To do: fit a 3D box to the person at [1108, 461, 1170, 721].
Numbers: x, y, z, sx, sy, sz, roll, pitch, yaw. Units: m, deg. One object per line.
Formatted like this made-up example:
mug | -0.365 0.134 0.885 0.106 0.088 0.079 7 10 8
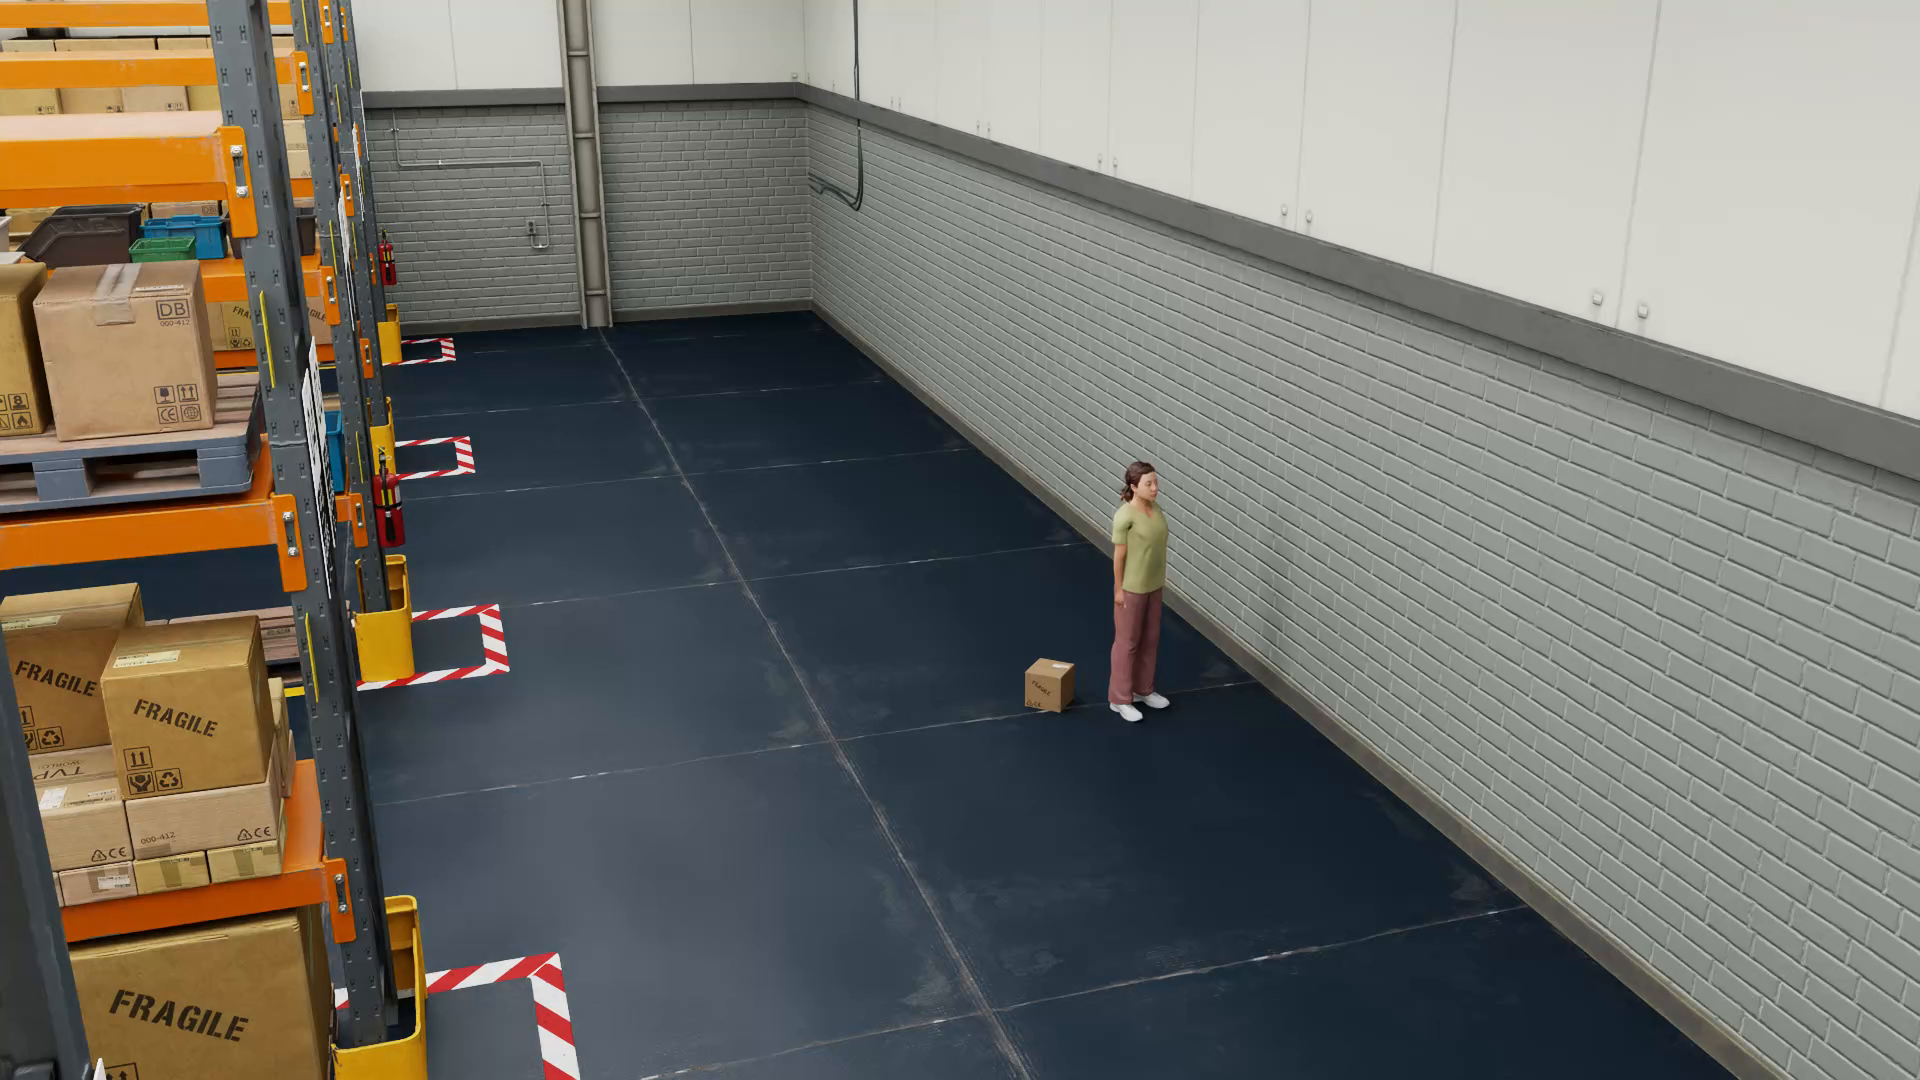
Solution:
person | 1.161 0.308 10.693 0.370 1.671 0.437 17 25 40
